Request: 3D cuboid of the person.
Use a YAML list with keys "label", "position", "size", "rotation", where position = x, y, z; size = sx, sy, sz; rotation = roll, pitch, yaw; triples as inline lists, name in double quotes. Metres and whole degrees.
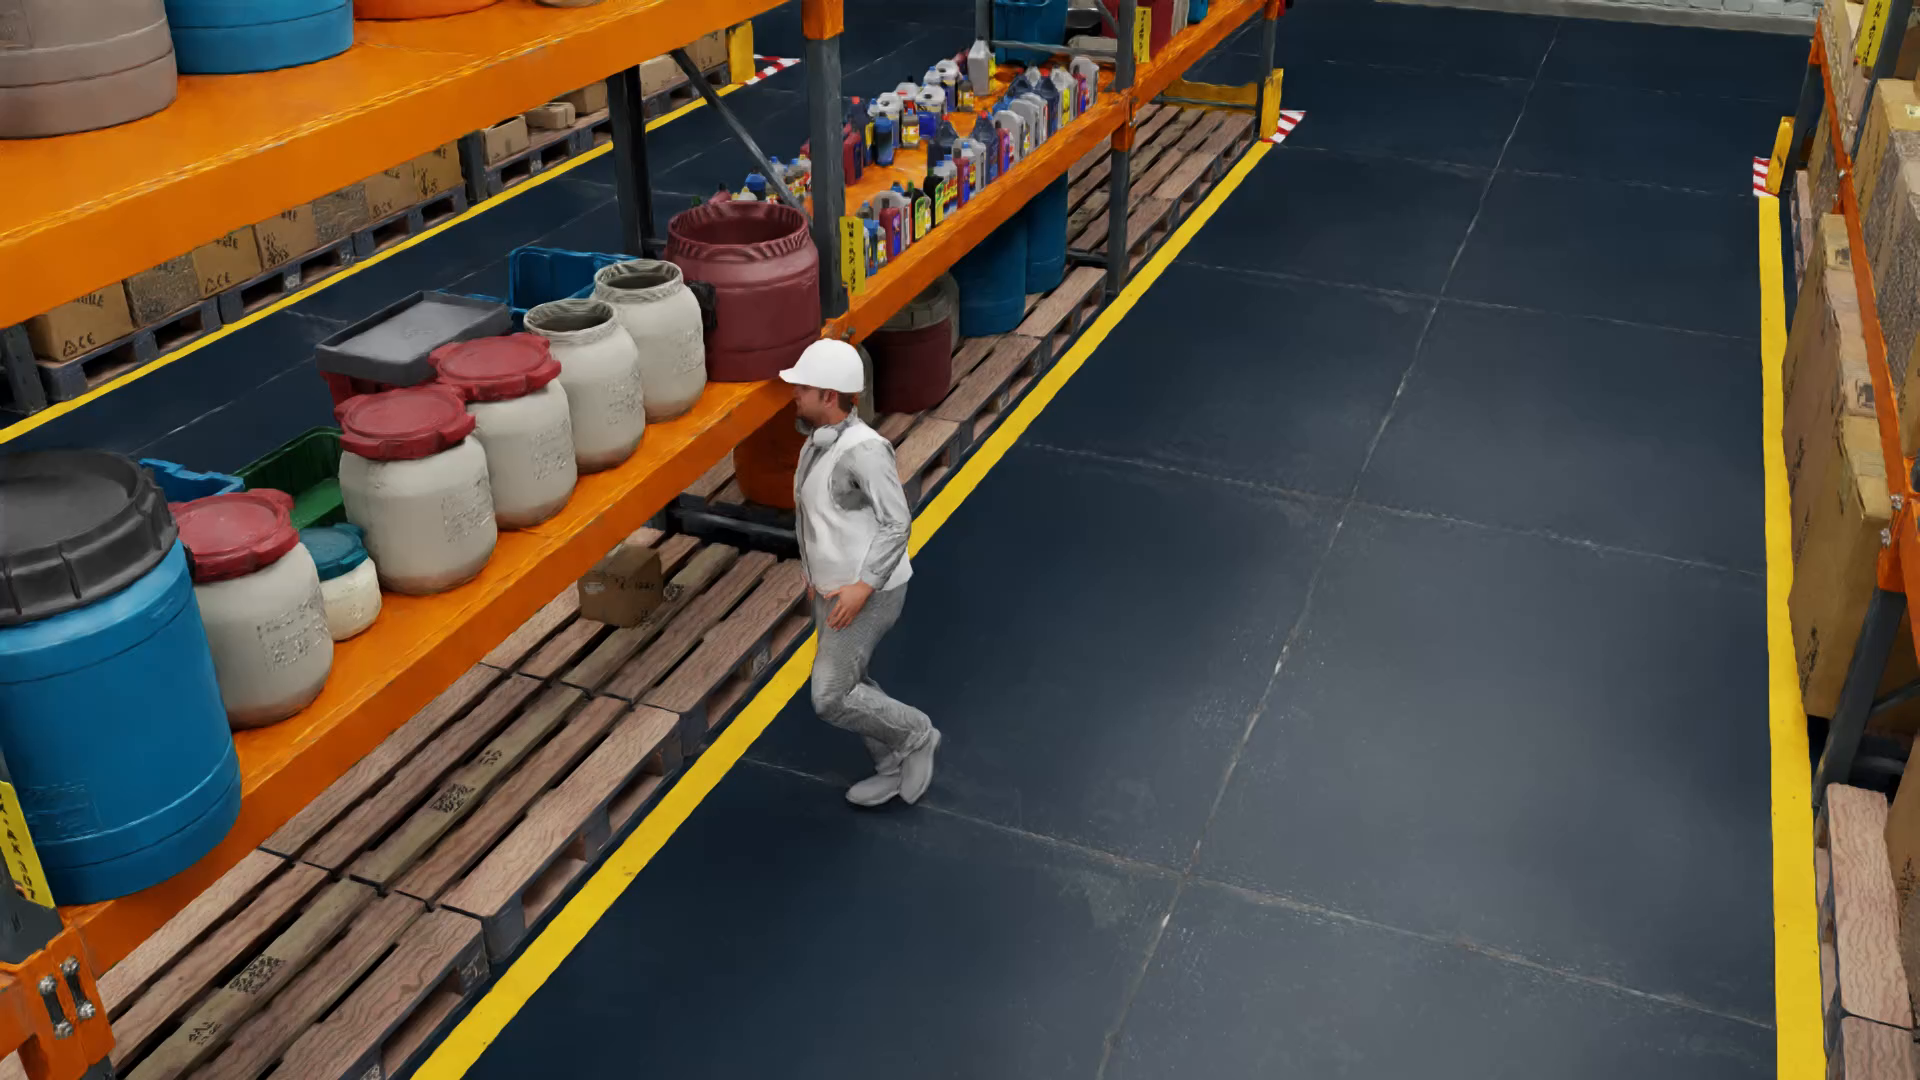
- label: "person"
  position: [-0.395, 0.135, 5.933]
  size: [0.483, 1.698, 0.702]
  rotation: [-16, 33, -26]
